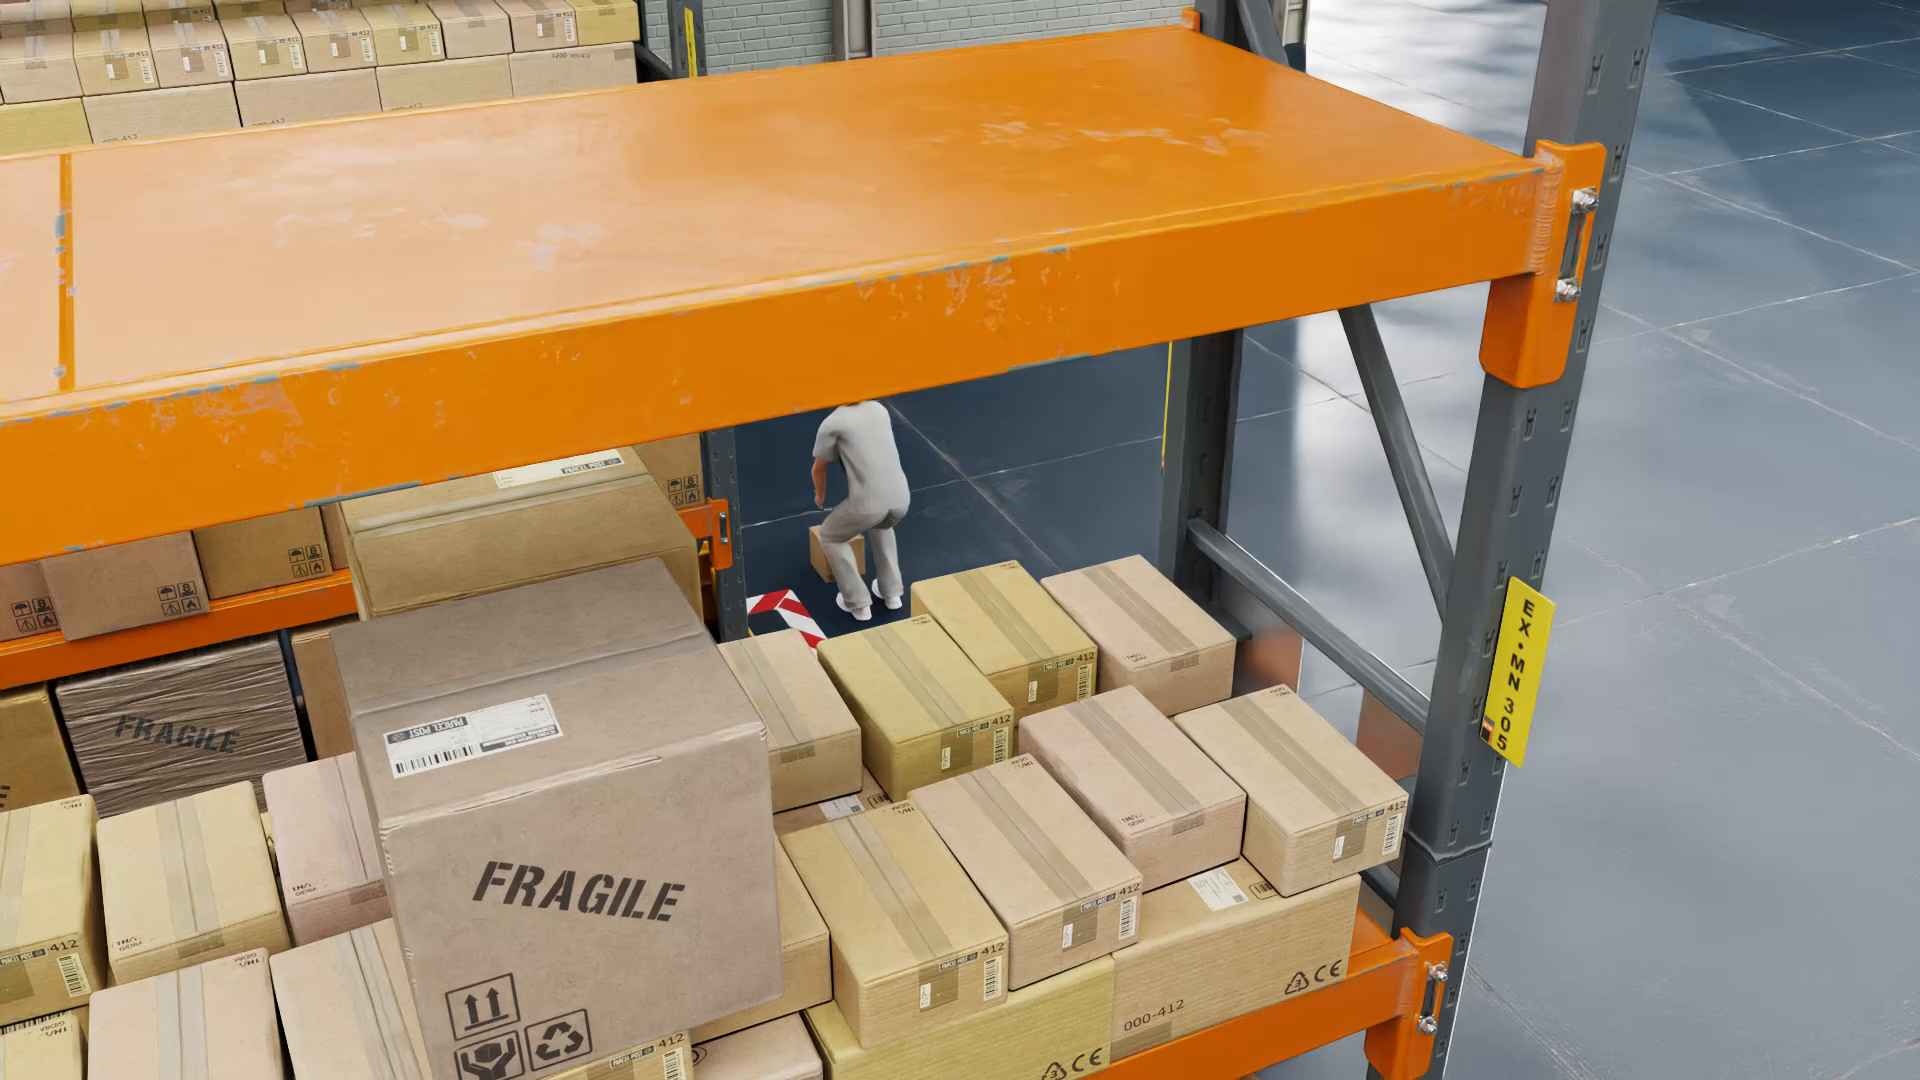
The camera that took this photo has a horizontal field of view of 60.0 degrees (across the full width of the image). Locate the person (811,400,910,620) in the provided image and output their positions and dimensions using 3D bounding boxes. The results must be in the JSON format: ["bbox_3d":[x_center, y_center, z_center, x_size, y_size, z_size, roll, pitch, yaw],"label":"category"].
[{"bbox_3d":[-0.556,-0.251,9.159,0.490,1.417,0.615,-16,33,-25],"label":"person"}]
